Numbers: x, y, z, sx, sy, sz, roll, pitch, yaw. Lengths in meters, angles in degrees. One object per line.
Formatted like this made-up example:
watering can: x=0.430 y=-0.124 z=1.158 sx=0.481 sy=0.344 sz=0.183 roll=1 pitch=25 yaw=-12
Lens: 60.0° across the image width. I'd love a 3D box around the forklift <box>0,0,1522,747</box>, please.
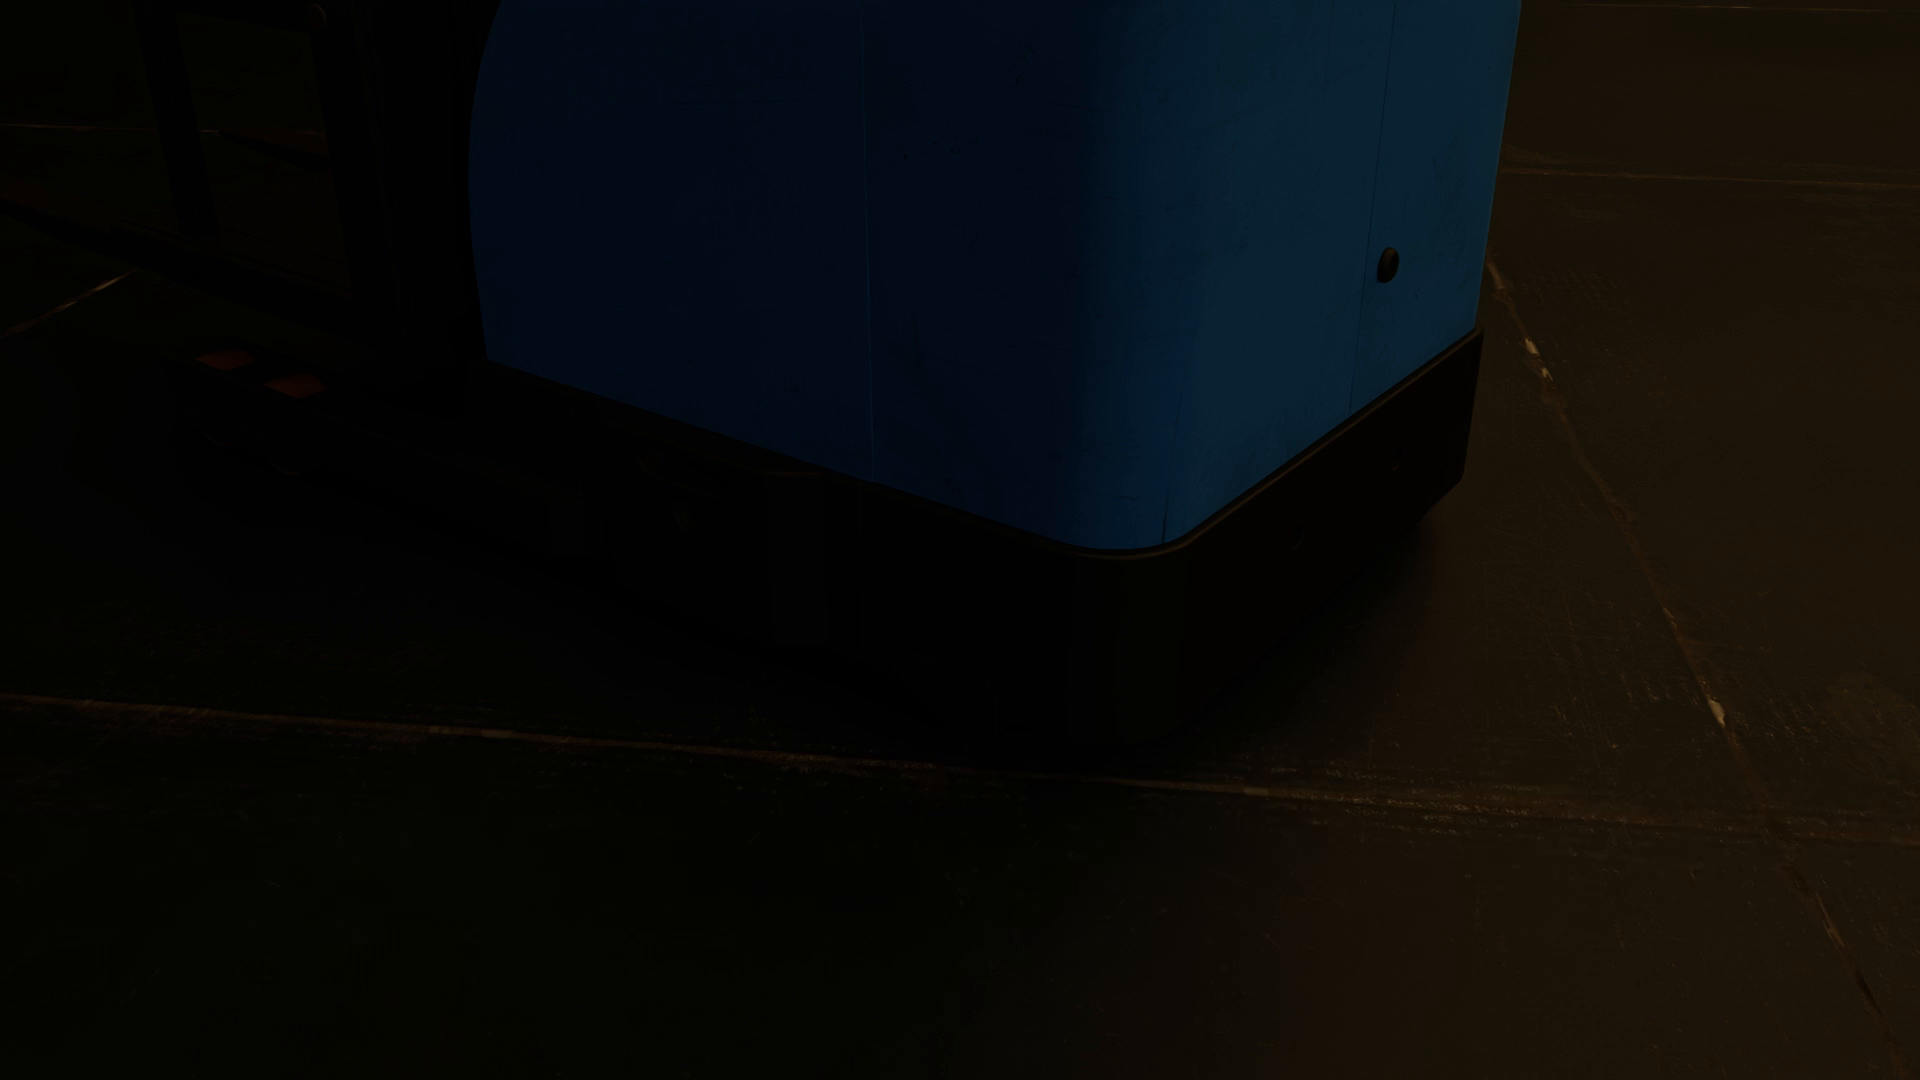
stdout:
forklift: x=-0.713 y=-1.586 z=2.395 sx=3.031 sy=2.935 sz=1.130 roll=18 pitch=32 yaw=32
